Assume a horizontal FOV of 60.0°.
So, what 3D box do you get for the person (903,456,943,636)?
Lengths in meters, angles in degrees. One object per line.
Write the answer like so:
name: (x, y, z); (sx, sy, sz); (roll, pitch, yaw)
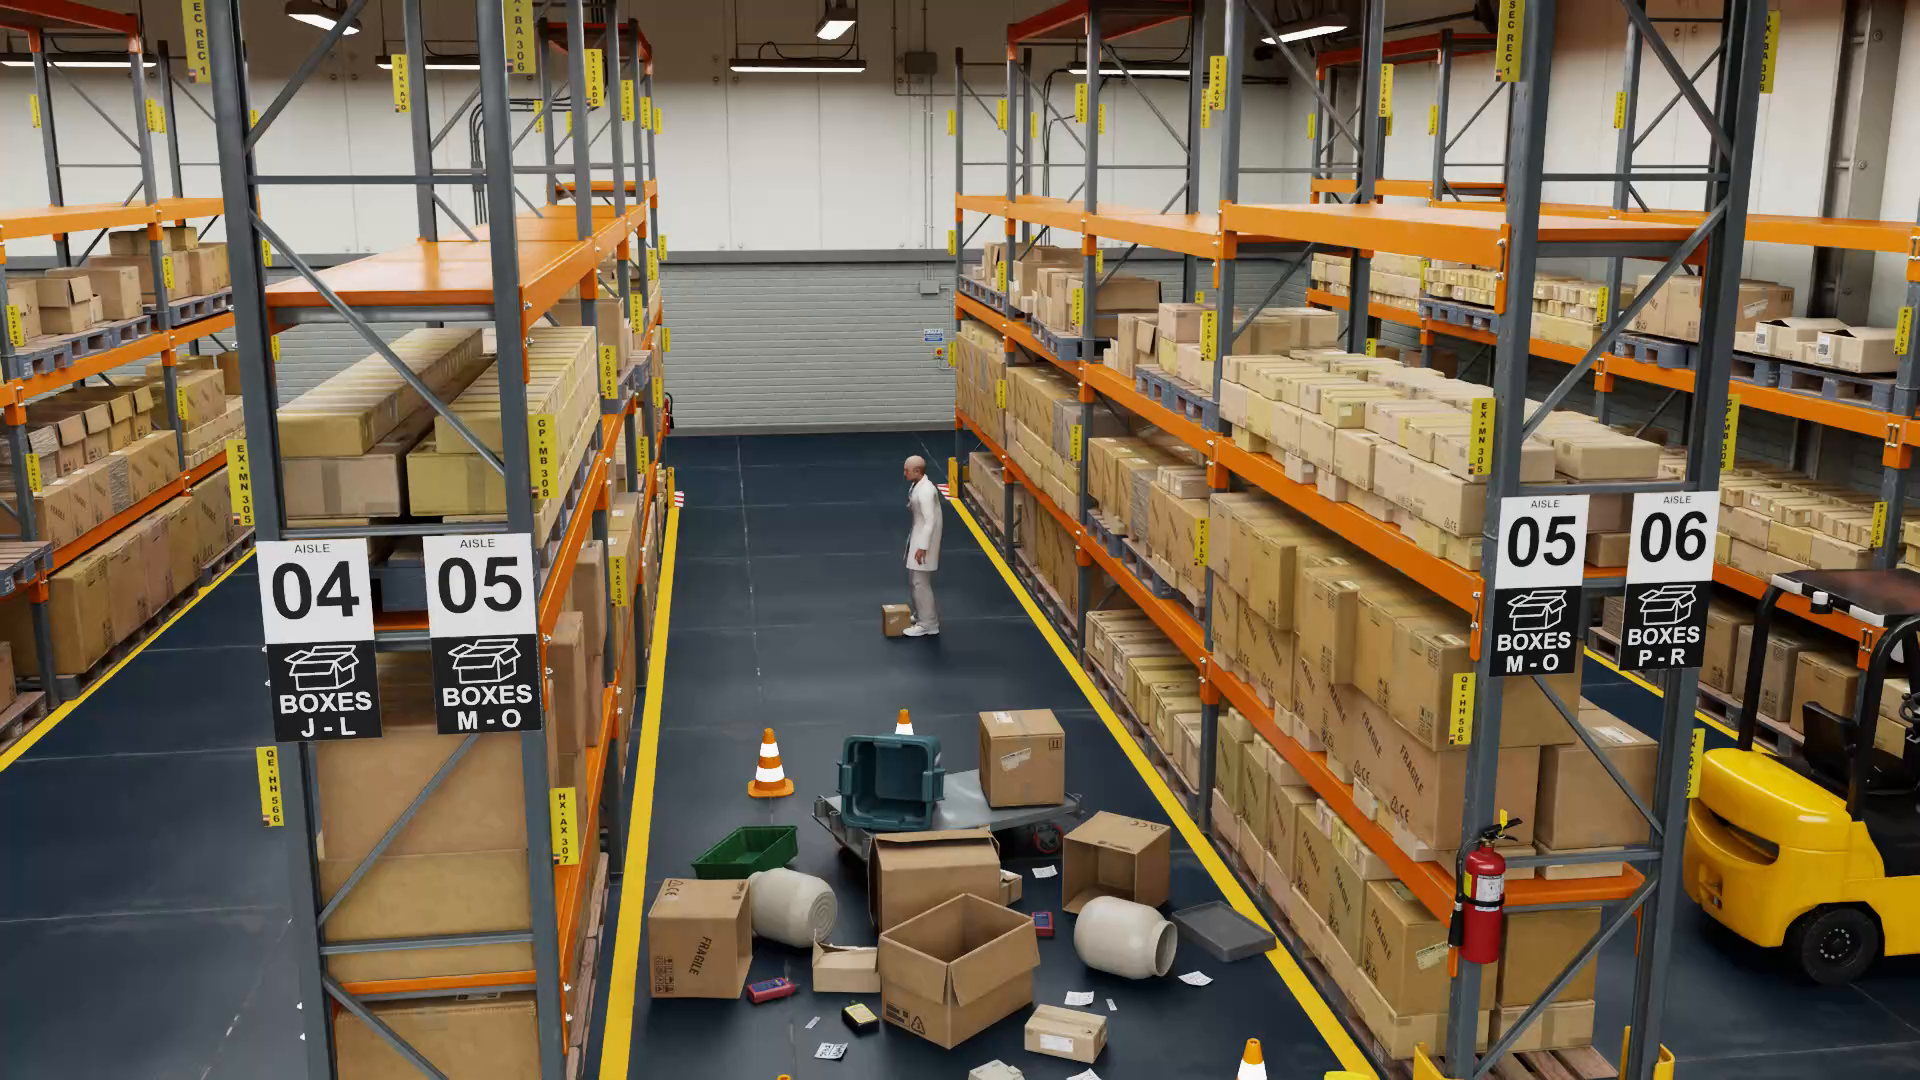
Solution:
person: (-0.383, 0.042, 16.334); (0.418, 1.774, 0.646); (-2, 13, -9)
